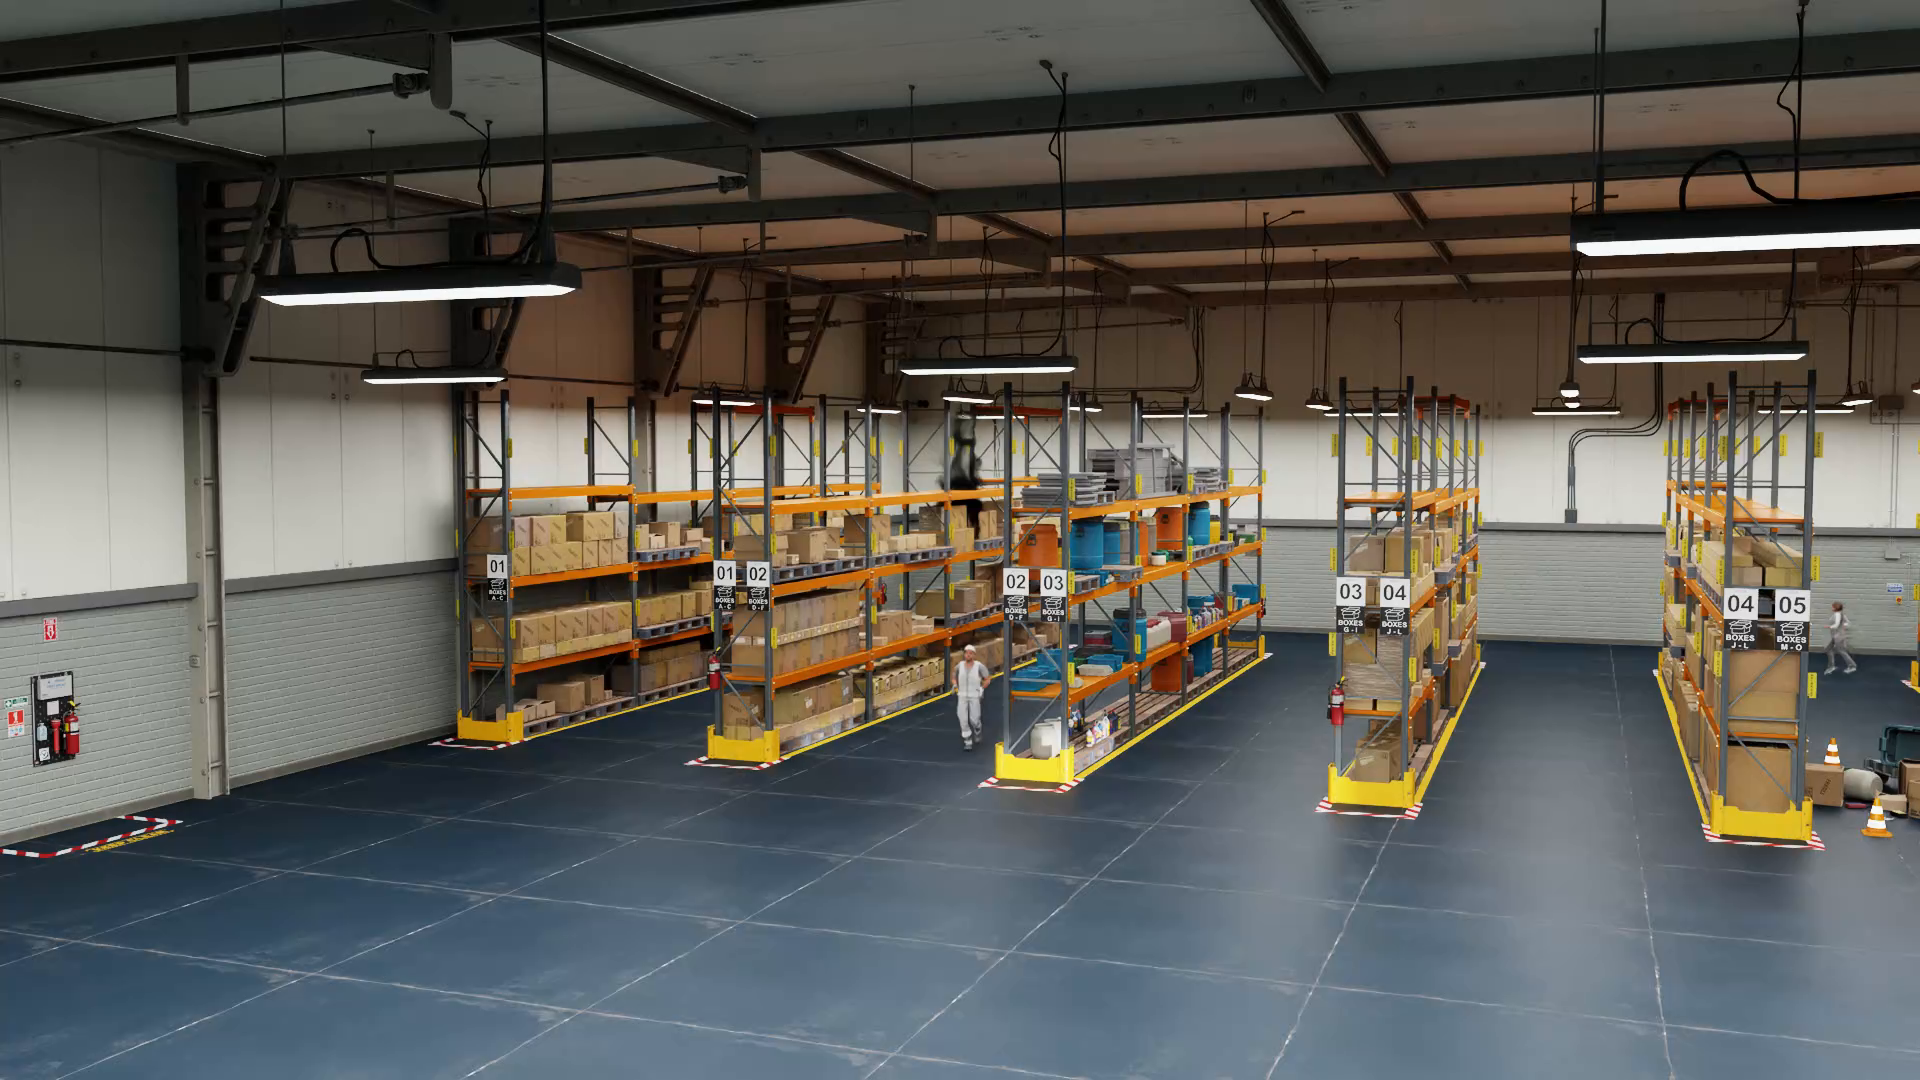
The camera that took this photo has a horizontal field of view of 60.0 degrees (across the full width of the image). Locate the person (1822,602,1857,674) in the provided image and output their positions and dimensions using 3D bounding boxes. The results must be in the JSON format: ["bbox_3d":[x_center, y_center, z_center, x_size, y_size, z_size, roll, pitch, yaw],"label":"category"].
[{"bbox_3d":[19.418,2.184,36.714,0.706,1.642,0.518,2,3,26],"label":"person"}]

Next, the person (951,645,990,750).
[{"bbox_3d":[0.157,2.611,27.594,0.652,1.738,0.615,1,3,13],"label":"person"}]

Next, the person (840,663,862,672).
[{"bbox_3d":[-2.311,2.190,34.870,0.710,1.747,0.968,1,3,20],"label":"person"}]
